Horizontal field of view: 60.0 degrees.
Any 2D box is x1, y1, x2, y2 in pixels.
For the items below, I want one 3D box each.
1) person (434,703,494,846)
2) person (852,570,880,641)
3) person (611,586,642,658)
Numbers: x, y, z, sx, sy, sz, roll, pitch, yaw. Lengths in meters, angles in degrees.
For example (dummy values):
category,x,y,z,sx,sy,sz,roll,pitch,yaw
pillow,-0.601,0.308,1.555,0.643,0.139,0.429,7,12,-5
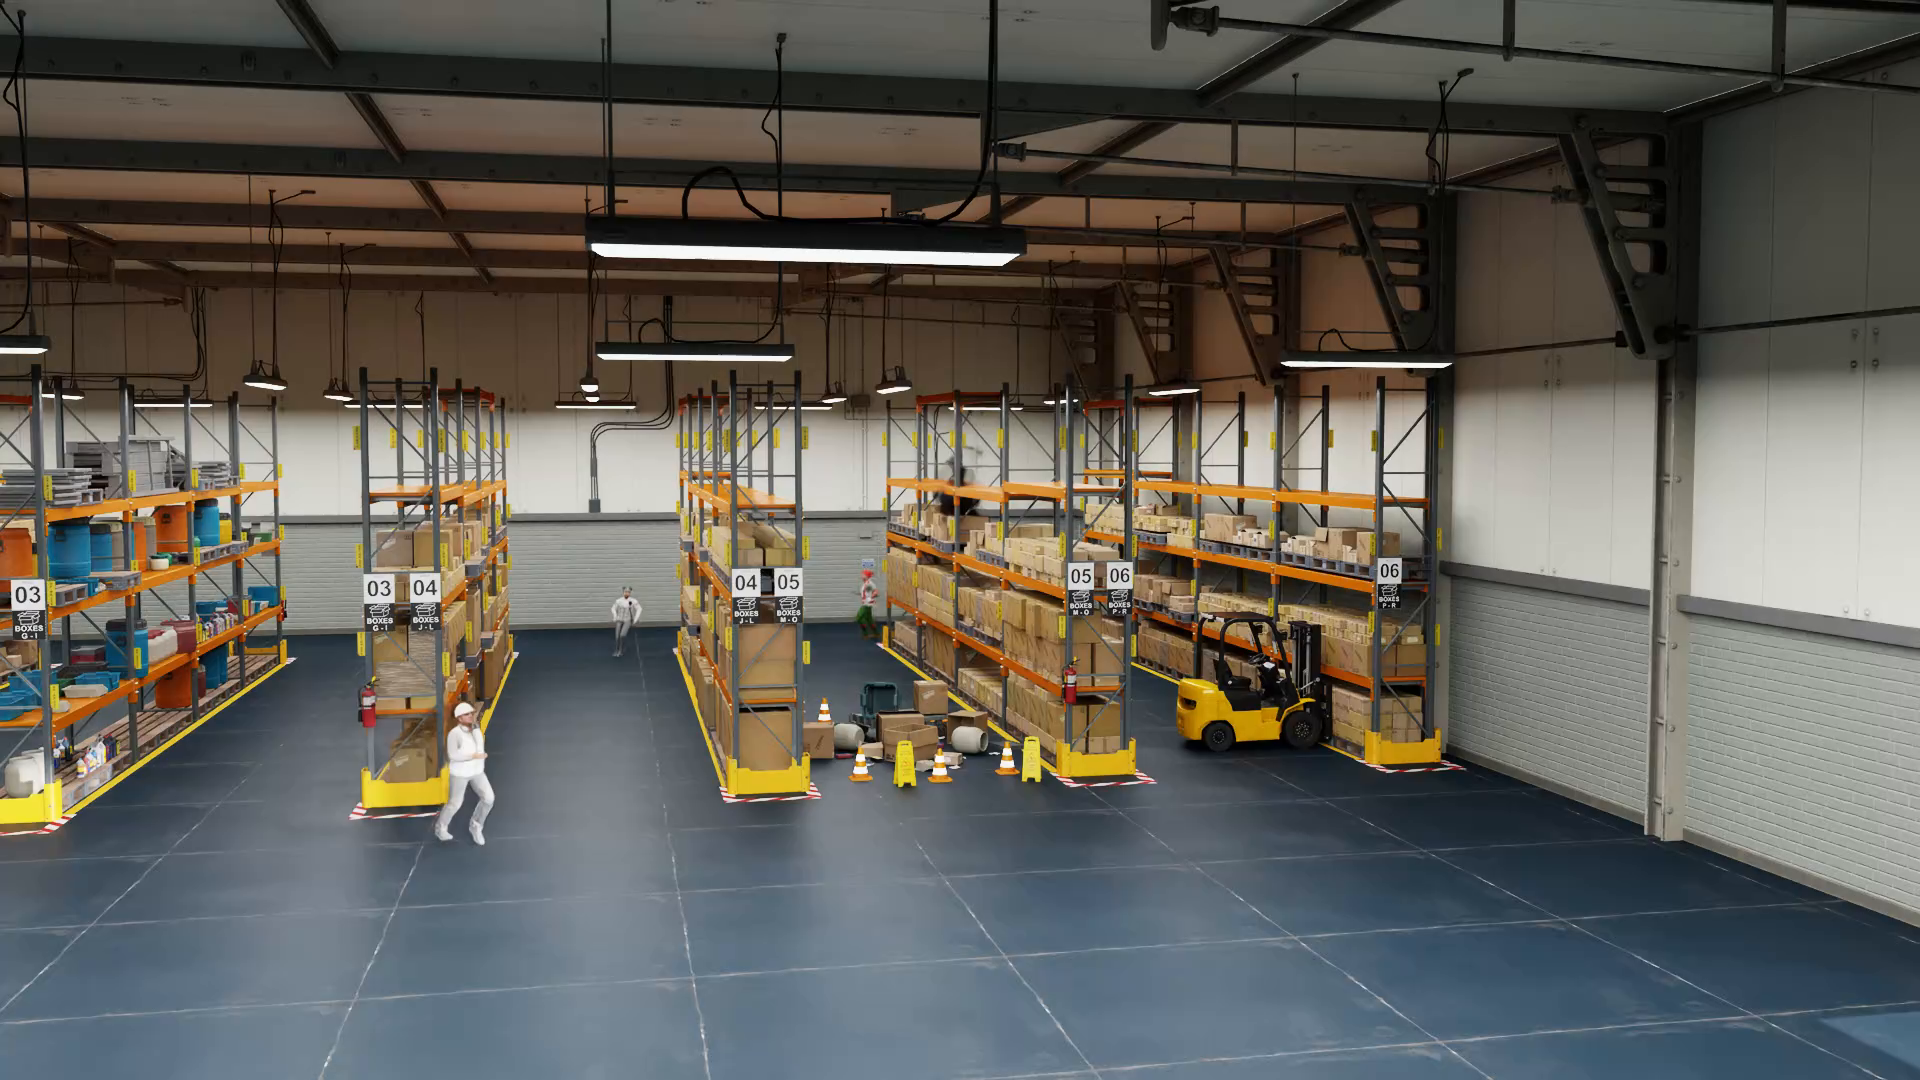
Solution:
category,x,y,z,sx,sy,sz,roll,pitch,yaw
person,-6.104,2.892,20.577,0.874,1.788,0.662,2,4,33
person,-2.341,1.652,41.594,0.724,1.819,0.654,-1,3,-10
person,-7.744,1.893,38.466,0.673,1.673,0.629,0,3,6
